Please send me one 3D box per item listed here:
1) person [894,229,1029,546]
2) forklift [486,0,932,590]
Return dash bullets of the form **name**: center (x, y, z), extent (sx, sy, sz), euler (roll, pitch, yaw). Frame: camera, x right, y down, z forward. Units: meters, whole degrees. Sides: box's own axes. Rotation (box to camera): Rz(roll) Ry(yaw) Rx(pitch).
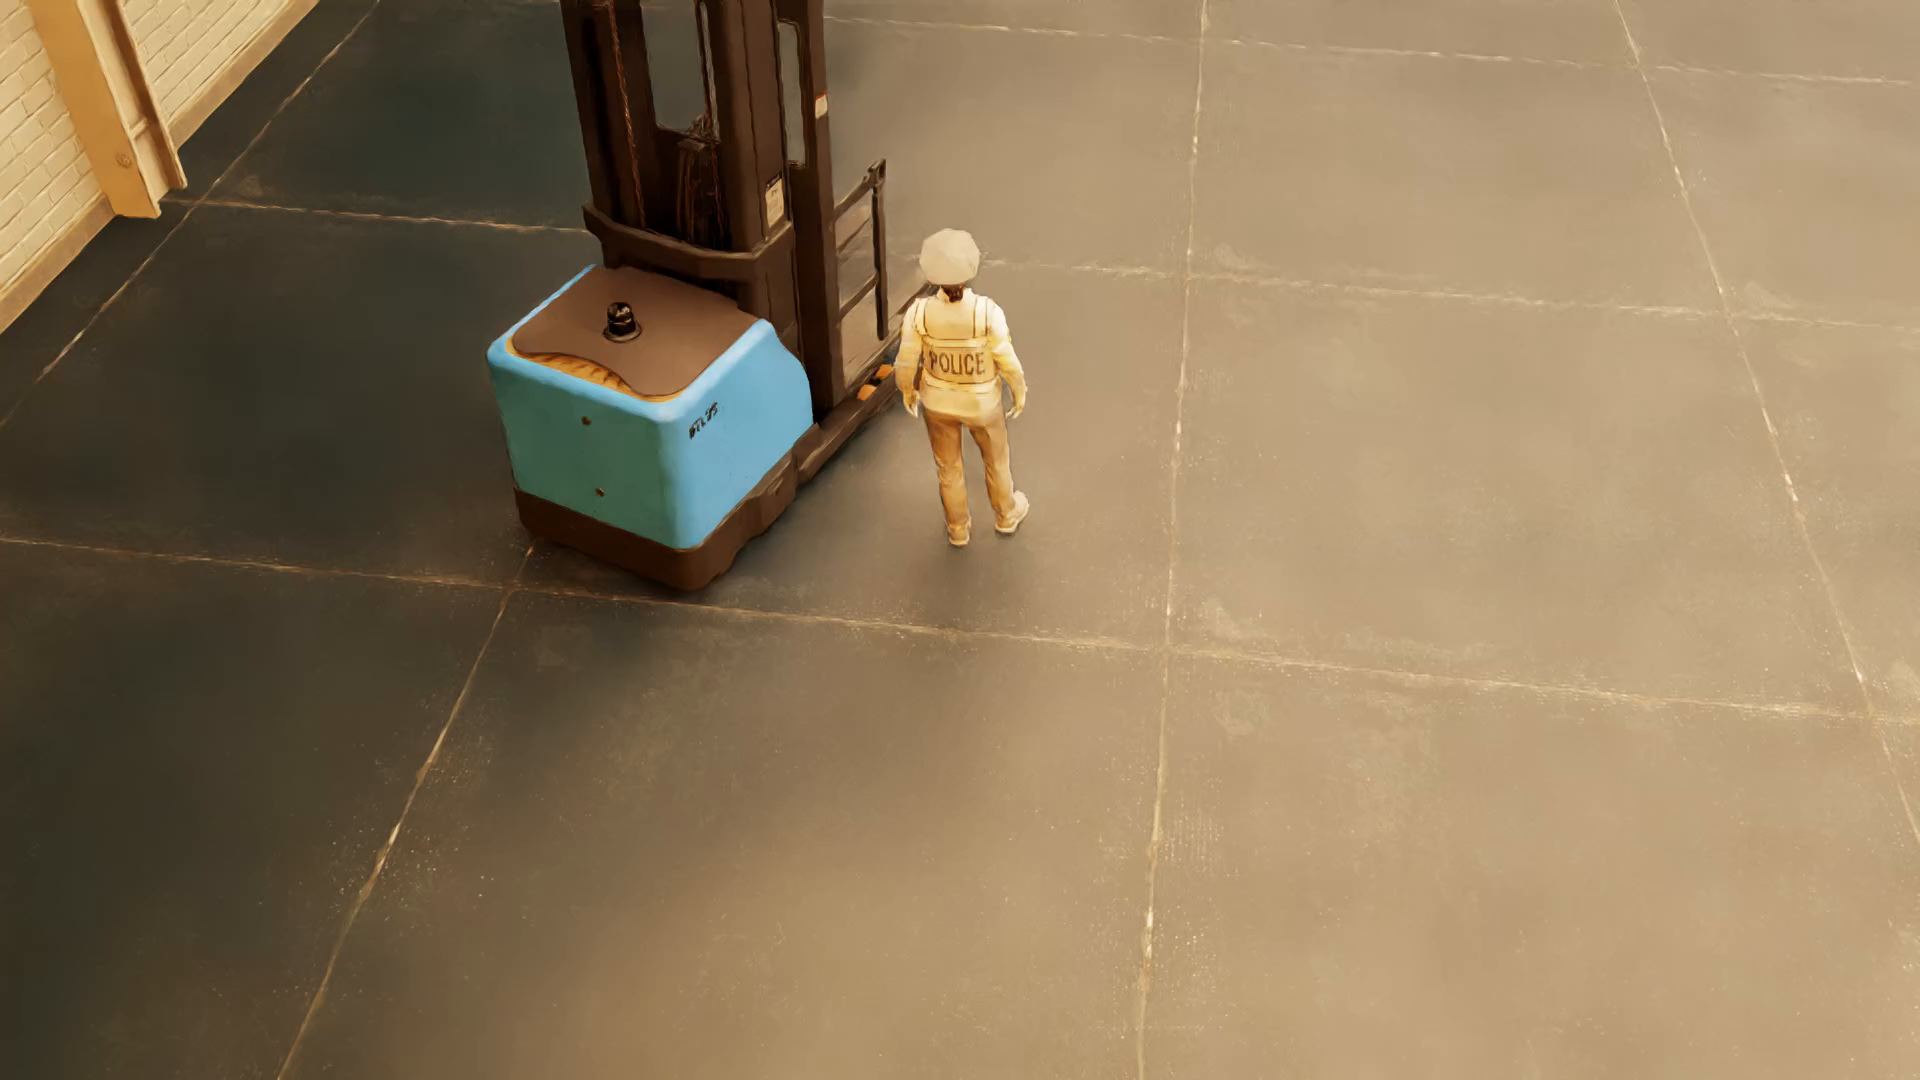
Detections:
- **person**: center (0.016, -0.675, 7.361), extent (0.586, 1.695, 0.532), euler (5, 43, 6)
- **forklift**: center (-0.952, -1.846, 7.734), extent (1.130, 2.935, 3.031), euler (19, 46, 20)
